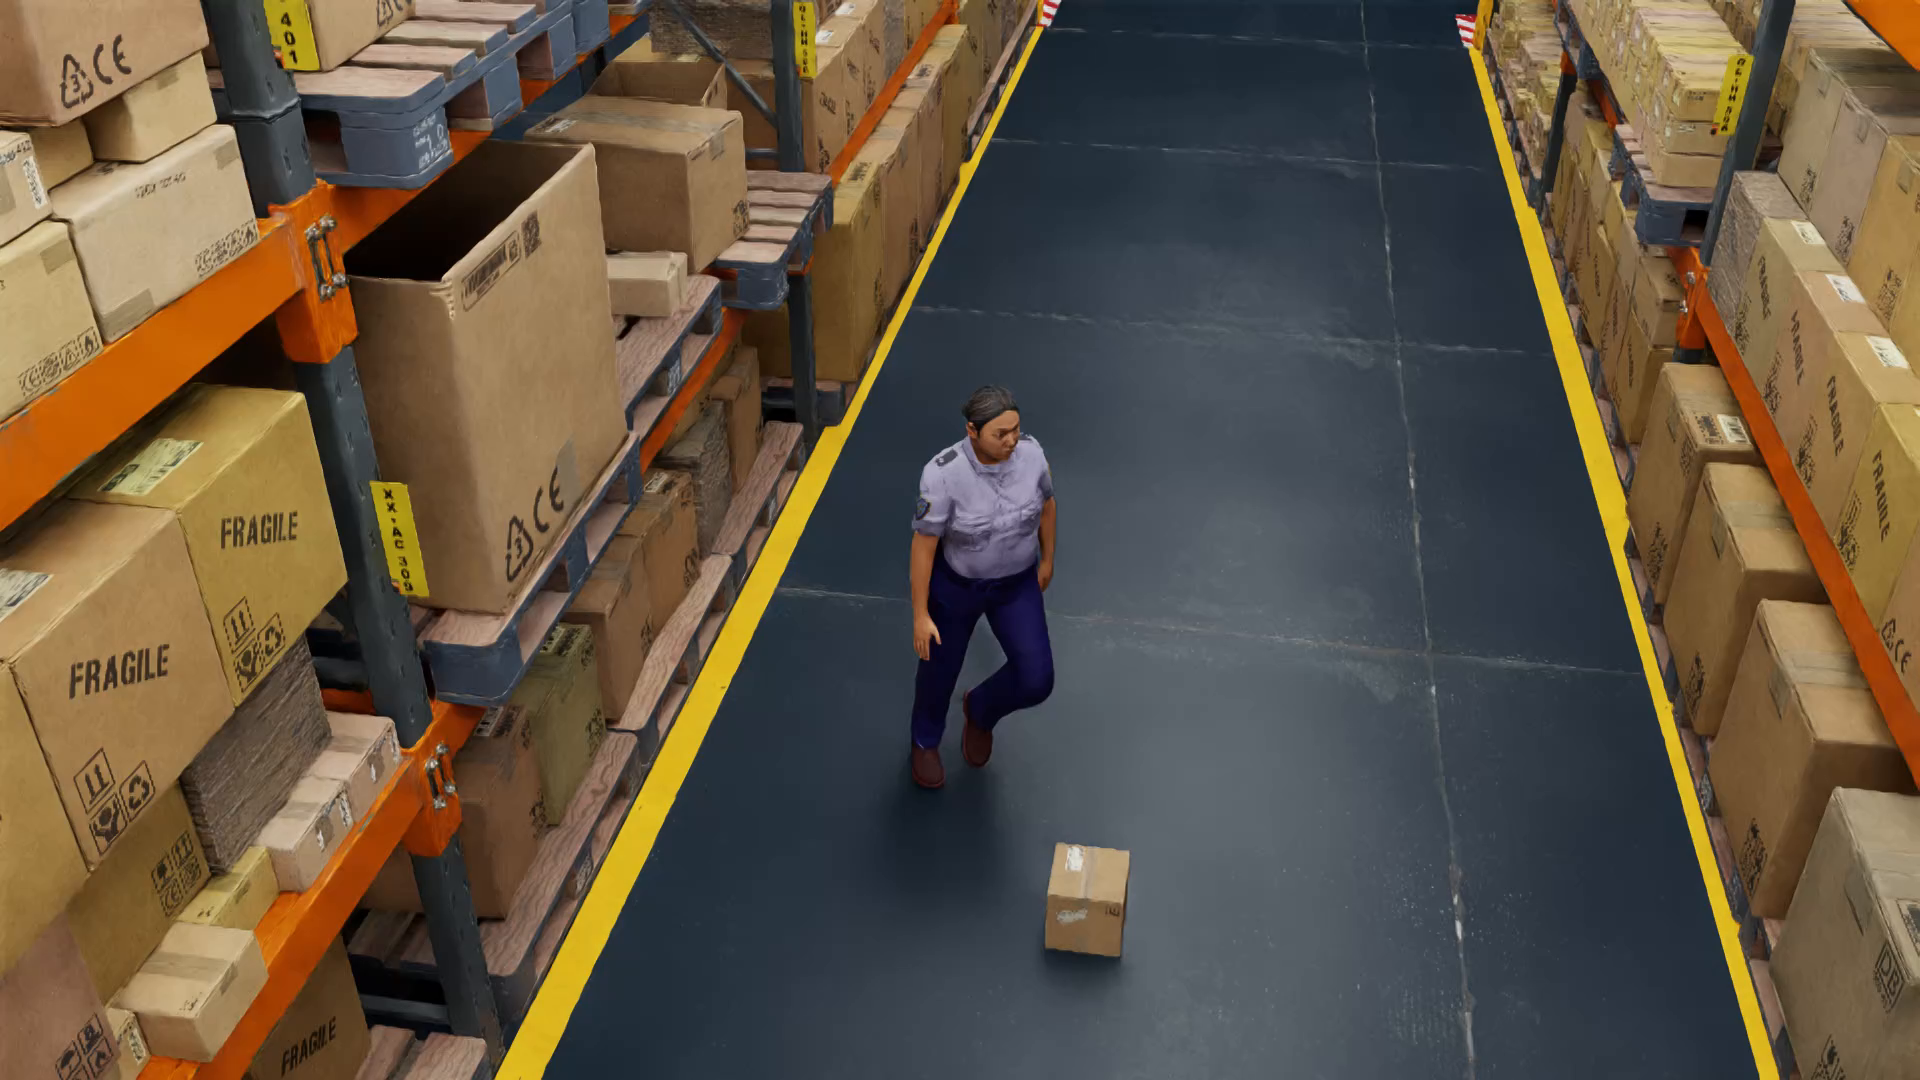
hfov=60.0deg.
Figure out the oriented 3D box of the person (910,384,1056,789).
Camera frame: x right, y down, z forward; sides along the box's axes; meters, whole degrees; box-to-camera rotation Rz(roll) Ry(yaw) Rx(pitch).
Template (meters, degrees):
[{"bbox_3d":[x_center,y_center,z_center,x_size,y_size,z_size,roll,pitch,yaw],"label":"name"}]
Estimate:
[{"bbox_3d":[0.073,0.185,5.858,0.616,1.632,0.480,-13,35,-19],"label":"person"}]
